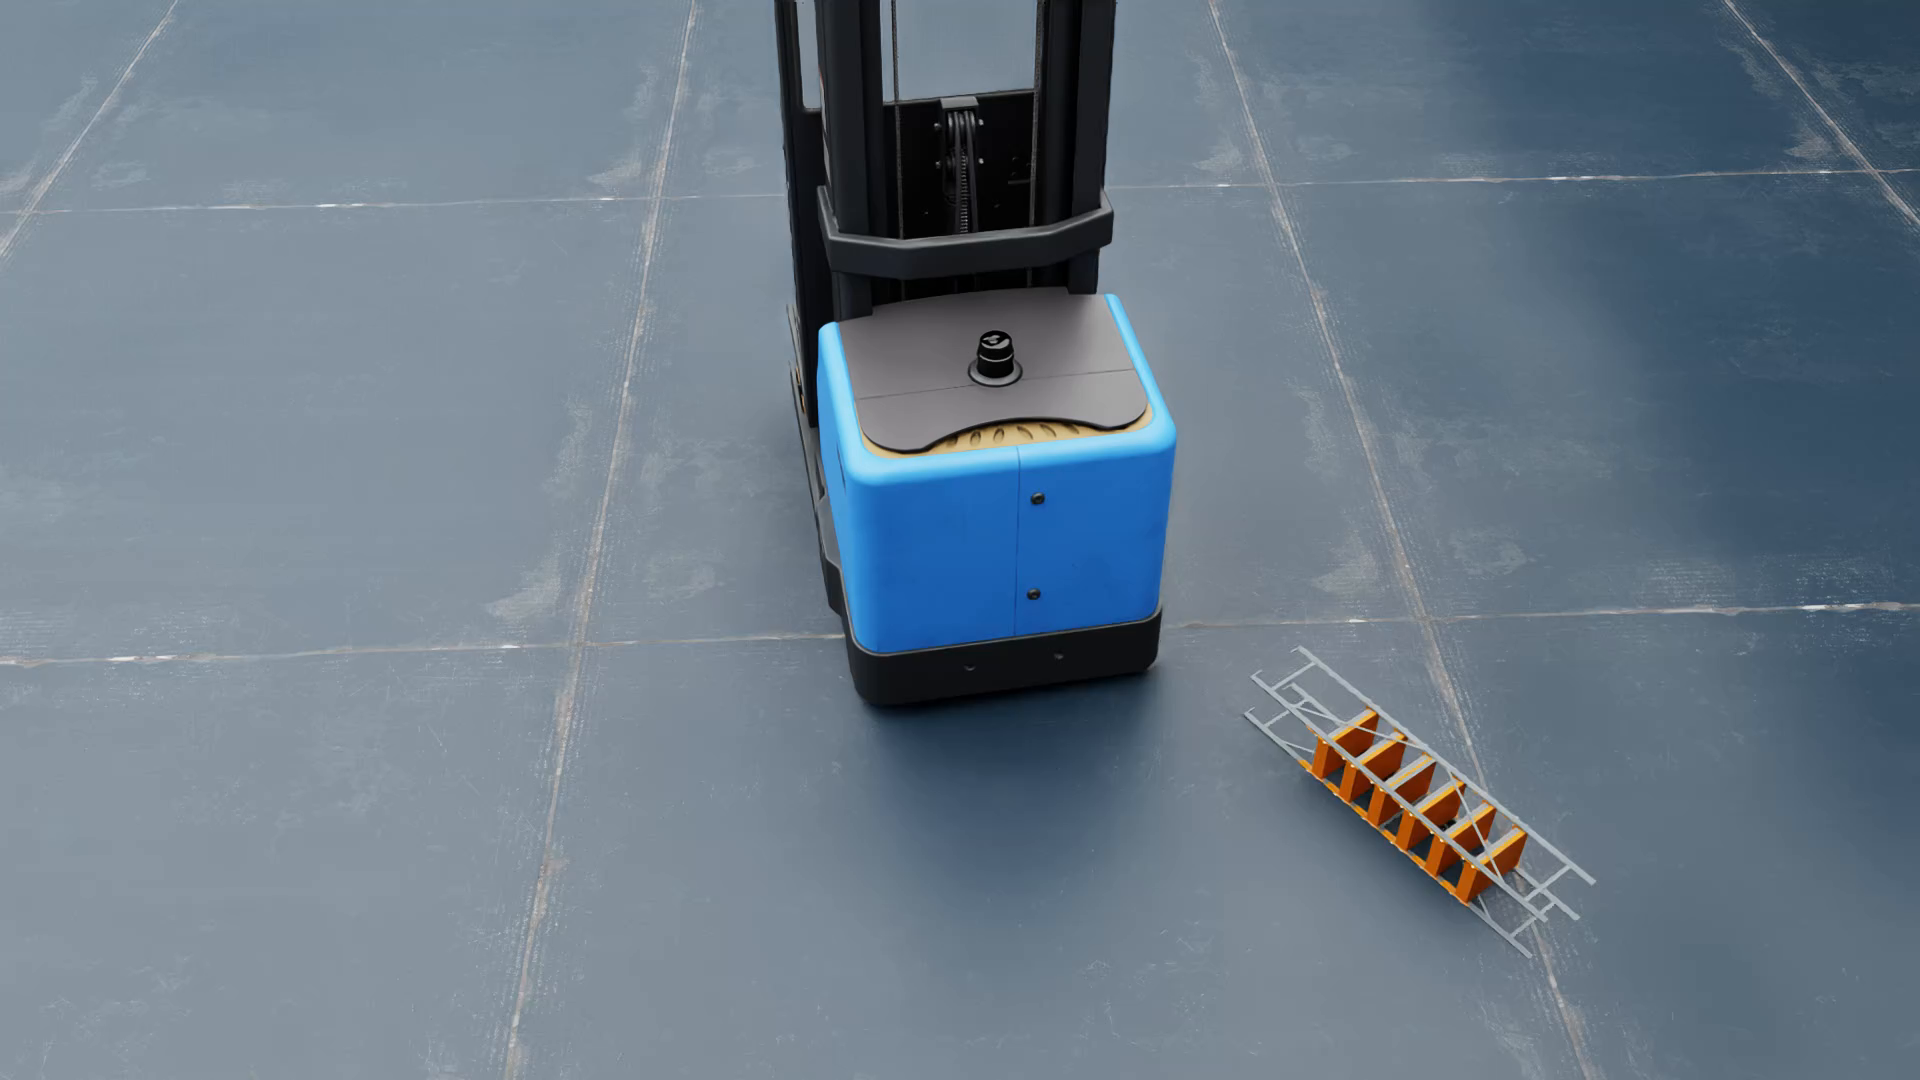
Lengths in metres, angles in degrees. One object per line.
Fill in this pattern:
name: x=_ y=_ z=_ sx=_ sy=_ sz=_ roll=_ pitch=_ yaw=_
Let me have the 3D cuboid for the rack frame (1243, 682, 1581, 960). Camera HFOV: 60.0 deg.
rack frame: x=1.410 y=0.862 z=5.301 sx=0.240 sy=0.006 sz=1.200 roll=-27 pitch=49 yaw=-26

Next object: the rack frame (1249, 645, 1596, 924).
rack frame: x=1.410 y=0.727 z=5.178 sx=0.240 sy=0.006 sz=1.200 roll=-27 pitch=49 yaw=-26

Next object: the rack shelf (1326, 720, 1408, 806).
rack shelf: x=1.311 y=0.706 z=5.336 sx=0.258 sy=0.180 sz=0.103 roll=-27 pitch=49 yaw=-26

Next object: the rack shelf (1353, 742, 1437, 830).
rack shelf: x=1.383 y=0.771 z=5.266 sx=0.258 sy=0.180 sz=0.103 roll=-27 pitch=49 yaw=-26

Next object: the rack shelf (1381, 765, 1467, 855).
rack shelf: x=1.455 y=0.836 z=5.195 sx=0.258 sy=0.180 sz=0.103 roll=-27 pitch=49 yaw=-26

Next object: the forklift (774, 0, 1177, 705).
forklift: x=-0.088 y=-1.534 z=5.754 sx=1.130 sy=2.935 sz=3.031 roll=-7 pitch=43 yaw=-8

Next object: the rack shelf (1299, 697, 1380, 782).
rack shelf: x=1.239 y=0.641 z=5.407 sx=0.258 sy=0.180 sz=0.103 roll=-27 pitch=49 yaw=-26

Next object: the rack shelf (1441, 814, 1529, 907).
rack shelf: x=1.600 y=0.965 z=5.054 sx=0.258 sy=0.180 sz=0.103 roll=-27 pitch=49 yaw=-26

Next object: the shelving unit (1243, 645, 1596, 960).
shelving unit: x=1.410 y=0.795 z=5.240 sx=0.258 sy=0.189 sz=1.200 roll=-27 pitch=49 yaw=-26

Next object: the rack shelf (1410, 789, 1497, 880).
rack shelf: x=1.527 y=0.900 z=5.125 sx=0.258 sy=0.180 sz=0.103 roll=-27 pitch=49 yaw=-26
